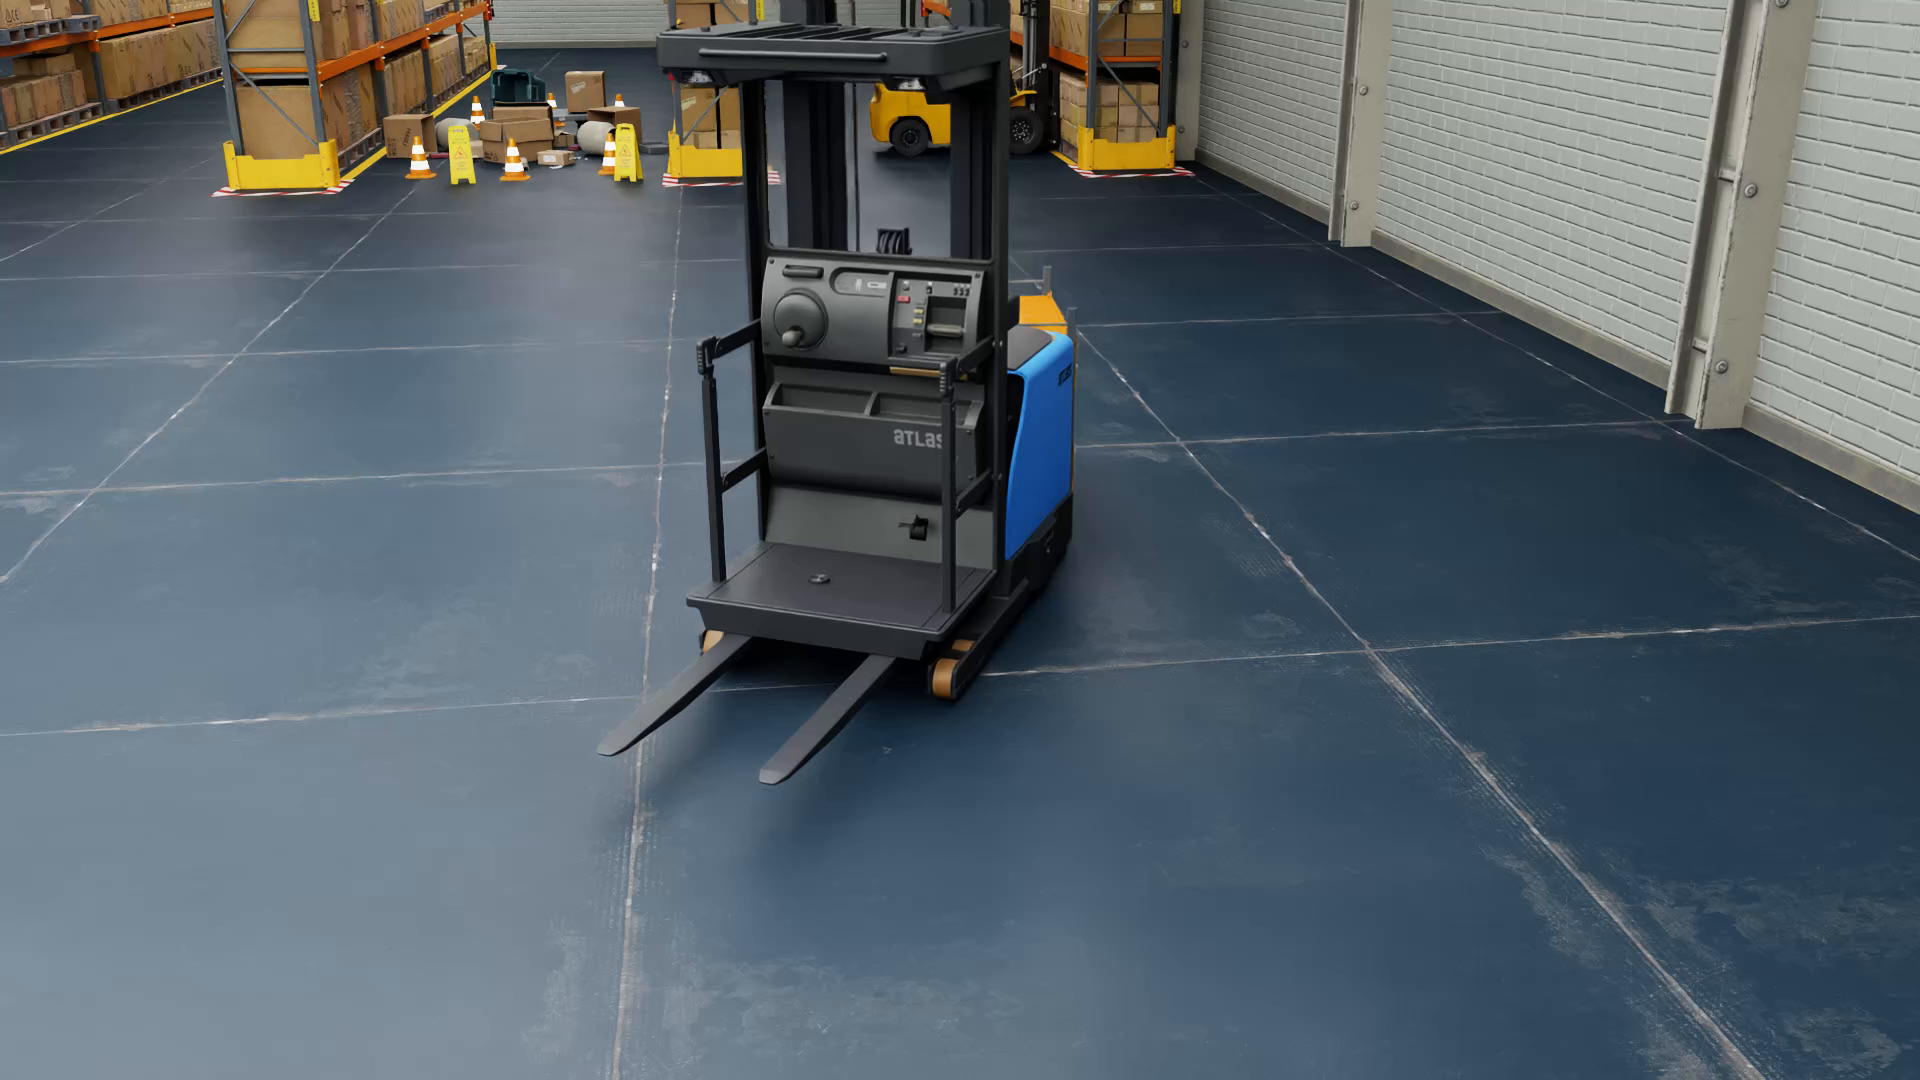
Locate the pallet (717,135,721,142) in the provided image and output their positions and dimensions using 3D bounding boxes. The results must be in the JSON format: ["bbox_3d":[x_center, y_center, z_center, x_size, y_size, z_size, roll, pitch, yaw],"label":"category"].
[{"bbox_3d":[-3.130,-5.189,21.807,1.003,0.211,1.213,-3,21,-8],"label":"pallet"}]

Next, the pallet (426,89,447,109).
[{"bbox_3d":[-9.013,-7.214,27.229,1.003,0.211,1.213,-3,21,-8],"label":"pallet"}]

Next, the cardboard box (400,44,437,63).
[{"bbox_3d":[-8.761,-7.878,26.921,0.500,0.250,0.500,-4,21,-10],"label":"cardboard box"}]

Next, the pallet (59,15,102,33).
[{"bbox_3d":[-13.616,-7.703,24.828,1.213,0.211,1.003,-3,21,-8],"label":"pallet"}]

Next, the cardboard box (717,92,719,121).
[{"bbox_3d":[-2.791,-5.507,20.930,0.500,0.500,0.500,-4,21,-10],"label":"cardboard box"}]

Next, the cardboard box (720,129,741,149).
[{"bbox_3d":[-2.707,-4.966,20.555,0.500,0.250,0.500,-3,21,-8],"label":"cardboard box"}]

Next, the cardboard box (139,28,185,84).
[{"bbox_3d":[-14.289,-8.400,28.856,1.225,0.875,0.875,-3,21,-8],"label":"cardboard box"}]

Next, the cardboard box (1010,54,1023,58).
[{"bbox_3d":[1.072,-7.428,26.610,0.875,0.625,0.625,-2,21,-6],"label":"cardboard box"}]

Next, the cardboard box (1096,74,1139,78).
[{"bbox_3d":[2.028,-5.916,21.668,0.500,0.250,0.500,-3,21,-8],"label":"cardboard box"}]

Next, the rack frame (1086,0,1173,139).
[{"bbox_3d":[2.047,-6.016,20.036,1.000,3.000,0.127,-3,21,-8],"label":"rack frame"}]

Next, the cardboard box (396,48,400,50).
[{"bbox_3d":[-9.259,-7.850,26.848,0.500,0.250,0.500,-3,21,-9],"label":"cardboard box"}]

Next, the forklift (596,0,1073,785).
[{"bbox_3d":[-0.424,-0.904,6.448,1.130,2.935,3.031,7,22,18],"label":"forklift"}]

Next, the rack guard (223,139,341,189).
[{"bbox_3d":[-7.745,-4.300,19.016,1.175,0.500,0.348,-3,21,-8],"label":"rack guard"}]

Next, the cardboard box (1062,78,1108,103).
[{"bbox_3d":[1.593,-5.713,21.126,0.500,0.250,0.500,-3,21,-7],"label":"cardboard box"}]

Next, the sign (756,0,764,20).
[{"bbox_3d":[-2.327,-6.197,19.285,0.100,0.325,0.005,-3,21,-8],"label":"sign"}]

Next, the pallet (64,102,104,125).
[{"bbox_3d":[-13.713,-6.457,25.204,1.003,0.211,1.213,-3,21,-8],"label":"pallet"}]

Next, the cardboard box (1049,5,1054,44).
[{"bbox_3d":[1.442,-6.926,22.331,0.500,0.500,0.500,-3,21,-8],"label":"cardboard box"}]

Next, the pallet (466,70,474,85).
[{"bbox_3d":[-9.610,-8.559,30.830,1.003,0.211,1.213,-3,21,-8],"label":"pallet"}]

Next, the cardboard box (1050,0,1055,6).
[{"bbox_3d":[1.412,-7.183,22.092,0.380,0.149,0.250,-4,21,-9],"label":"cardboard box"}]

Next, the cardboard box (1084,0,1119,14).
[{"bbox_3d":[1.720,-6.473,20.189,0.380,0.149,0.250,-3,21,-7],"label":"cardboard box"}]

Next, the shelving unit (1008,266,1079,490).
[{"bbox_3d":[0.274,-0.757,8.636,0.538,1.125,1.048,-1,21,-4],"label":"shelving unit"}]

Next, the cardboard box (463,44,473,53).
[{"bbox_3d":[-9.405,-9.269,31.370,0.380,0.149,0.250,-2,21,-7],"label":"cardboard box"}]

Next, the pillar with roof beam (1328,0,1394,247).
[{"bbox_3d":[-0.557,-6.818,13.611,9.100,9.000,0.400,-3,21,-8],"label":"pillar with roof beam"}]

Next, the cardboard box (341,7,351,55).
[{"bbox_3d":[-8.021,-6.247,20.441,0.875,0.550,0.500,-3,21,-8],"label":"cardboard box"}]

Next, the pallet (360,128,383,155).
[{"bbox_3d":[-8.292,-5.291,22.081,1.003,0.211,1.213,-3,21,-8],"label":"pallet"}]

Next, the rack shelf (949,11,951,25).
[{"bbox_3d":[0.605,-9.141,29.432,1.077,0.370,4.000,-3,21,-8],"label":"rack shelf"}]

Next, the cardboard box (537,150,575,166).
[{"bbox_3d":[-5.052,-4.781,20.803,0.380,0.149,0.250,8,22,20],"label":"cardboard box"}]

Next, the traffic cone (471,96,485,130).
[{"bbox_3d":[-7.024,-6.217,24.200,0.336,0.463,0.334,-3,21,-8],"label":"traffic cone"}]

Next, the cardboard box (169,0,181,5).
[{"bbox_3d":[-14.209,-9.664,29.594,0.500,0.250,0.500,-3,21,-9],"label":"cardboard box"}]

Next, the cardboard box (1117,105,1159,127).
[{"bbox_3d":[2.185,-5.332,20.821,0.500,0.250,0.500,-3,21,-7],"label":"cardboard box"}]

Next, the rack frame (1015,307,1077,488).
[{"bbox_3d":[0.309,-0.580,8.161,0.500,1.125,0.032,-1,21,-4],"label":"rack frame"}]

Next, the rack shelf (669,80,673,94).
[{"bbox_3d":[-3.153,-6.120,21.343,1.077,0.370,4.000,-3,21,-8],"label":"rack shelf"}]

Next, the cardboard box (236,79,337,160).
[{"bbox_3d":[-7.911,-4.913,19.519,0.875,0.875,0.875,-3,21,-7],"label":"cardboard box"}]

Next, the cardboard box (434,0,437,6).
[{"bbox_3d":[-8.995,-9.043,27.899,0.380,0.149,0.250,-4,21,-10],"label":"cardboard box"}]

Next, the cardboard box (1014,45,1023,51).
[{"bbox_3d":[1.127,-8.312,28.229,0.380,0.149,0.250,-2,21,-5],"label":"cardboard box"}]

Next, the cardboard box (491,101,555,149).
[{"bbox_3d":[-5.766,-5.462,21.928,0.797,0.637,0.503,-3,21,-8],"label":"cardboard box"}]

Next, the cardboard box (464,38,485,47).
[{"bbox_3d":[-9.585,-9.816,32.834,0.380,0.149,0.250,-3,21,-9],"label":"cardboard box"}]

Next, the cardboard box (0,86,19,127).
[{"bbox_3d":[-13.315,-5.898,22.665,0.700,0.500,0.500,-5,21,-12],"label":"cardboard box"}]

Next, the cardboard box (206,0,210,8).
[{"bbox_3d":[-14.413,-10.137,31.428,0.380,0.149,0.250,-3,21,-8],"label":"cardboard box"}]

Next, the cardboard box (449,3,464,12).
[{"bbox_3d":[-9.195,-9.631,30.075,0.380,0.149,0.250,-2,21,-6],"label":"cardboard box"}]

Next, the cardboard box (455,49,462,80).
[{"bbox_3d":[-9.122,-8.417,29.437,0.500,0.500,0.500,-3,21,-9],"label":"cardboard box"}]

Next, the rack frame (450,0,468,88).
[{"bbox_3d":[-9.478,-9.635,29.725,1.000,3.000,0.127,-3,21,-8],"label":"rack frame"}]

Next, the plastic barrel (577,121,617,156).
[{"bbox_3d":[-4.660,-5.196,21.524,0.512,0.421,0.421,12,24,30],"label":"plastic barrel"}]

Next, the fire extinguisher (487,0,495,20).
[{"bbox_3d":[-9.634,-10.919,33.807,0.296,0.674,0.183,-3,21,-8],"label":"fire extinguisher"}]

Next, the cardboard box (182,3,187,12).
[{"bbox_3d":[-14.191,-9.603,29.999,0.380,0.149,0.250,-2,21,-6],"label":"cardboard box"}]

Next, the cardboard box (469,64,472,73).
[{"bbox_3d":[-9.251,-8.730,30.778,0.380,0.149,0.250,-2,21,-6],"label":"cardboard box"}]

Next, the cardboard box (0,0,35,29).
[{"bbox_3d":[-13.223,-7.409,22.310,1.000,1.000,1.000,-3,21,-7],"label":"cardboard box"}]

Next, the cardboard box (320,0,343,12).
[{"bbox_3d":[-7.880,-6.573,19.770,0.875,0.550,0.550,-3,21,-8],"label":"cardboard box"}]

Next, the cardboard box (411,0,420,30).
[{"bbox_3d":[-8.500,-7.981,25.155,0.500,0.500,0.500,-3,21,-8],"label":"cardboard box"}]

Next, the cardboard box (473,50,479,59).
[{"bbox_3d":[-9.446,-9.310,31.904,0.380,0.149,0.250,-3,21,-7],"label":"cardboard box"}]

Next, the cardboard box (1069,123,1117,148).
[{"bbox_3d":[1.667,-5.071,20.837,0.500,0.250,0.500,-3,21,-7],"label":"cardboard box"}]

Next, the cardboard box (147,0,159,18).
[{"bbox_3d":[-13.998,-9.146,28.275,0.500,0.500,0.500,-2,21,-6],"label":"cardboard box"}]
